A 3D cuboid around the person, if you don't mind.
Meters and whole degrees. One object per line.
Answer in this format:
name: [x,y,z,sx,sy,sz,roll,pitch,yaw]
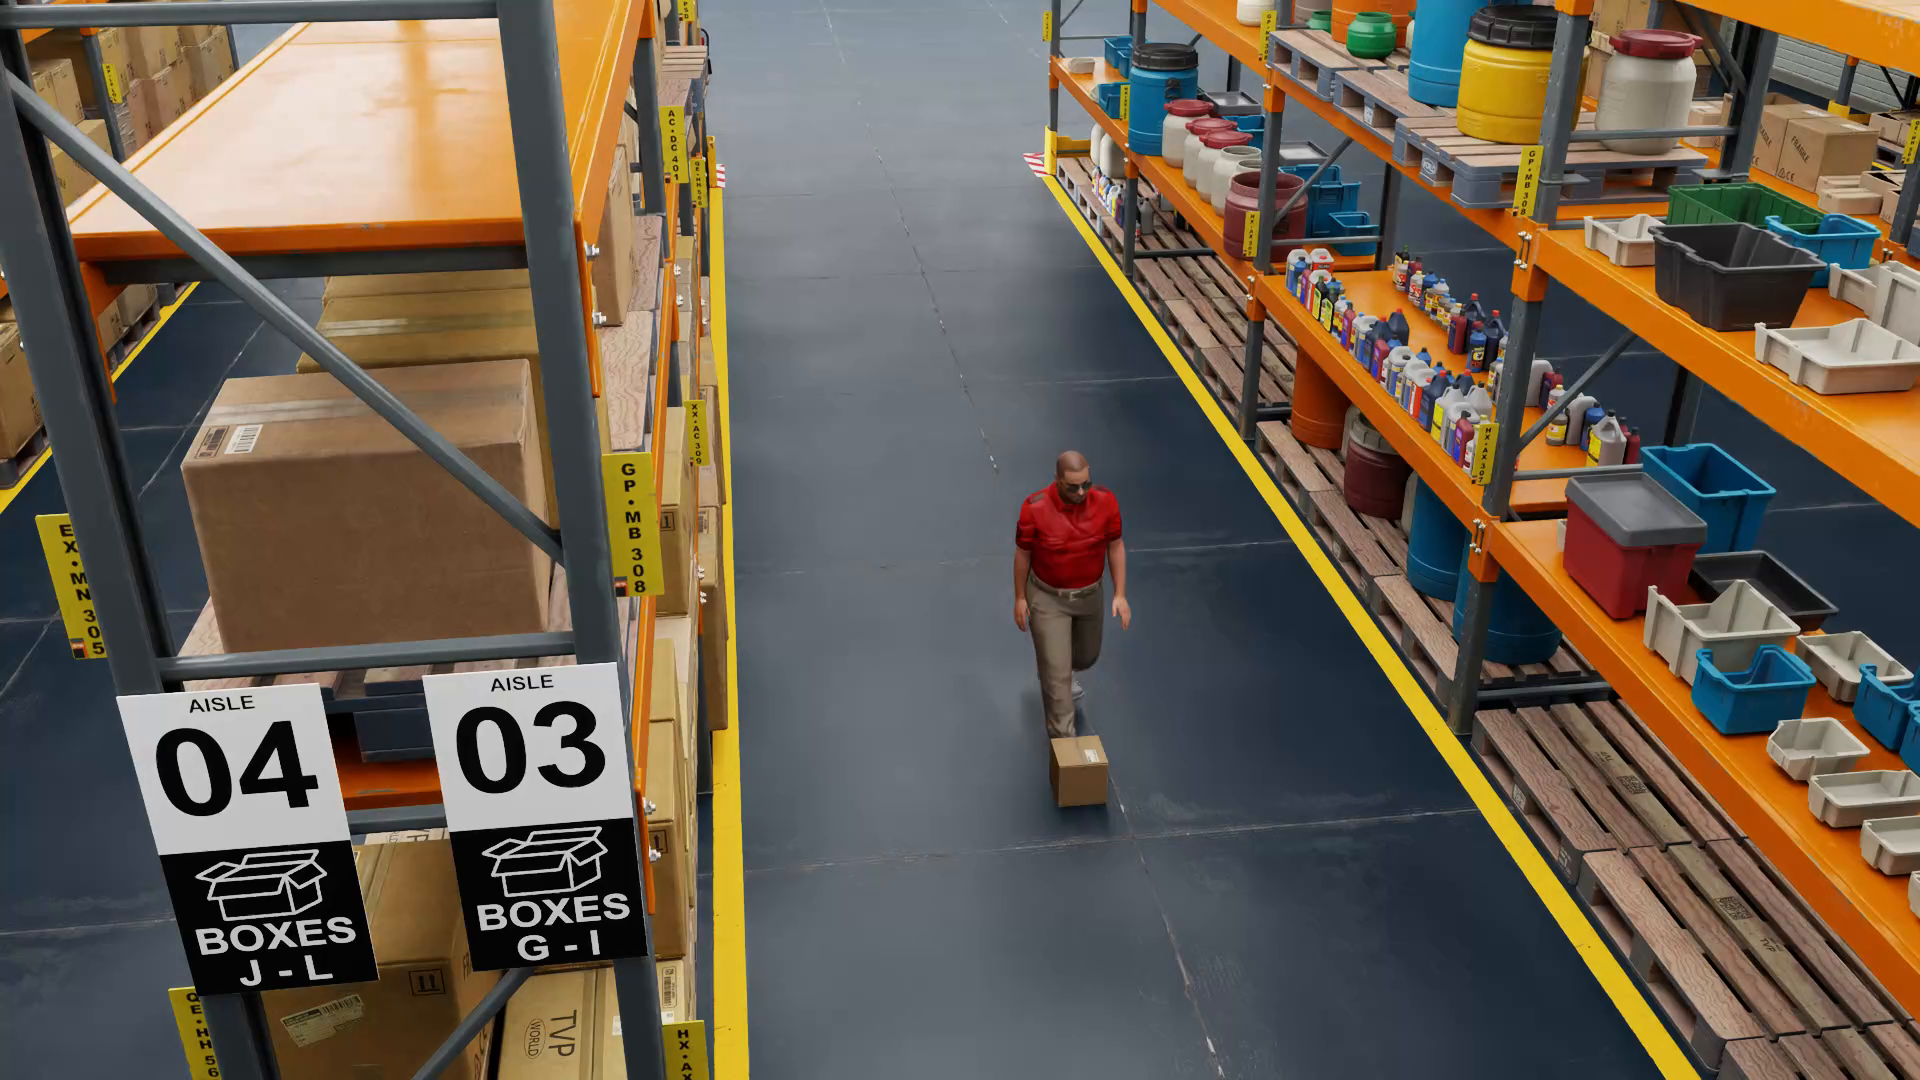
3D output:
person: [0.564,0.293,8.530,0.555,1.691,0.957,-9,28,-18]
